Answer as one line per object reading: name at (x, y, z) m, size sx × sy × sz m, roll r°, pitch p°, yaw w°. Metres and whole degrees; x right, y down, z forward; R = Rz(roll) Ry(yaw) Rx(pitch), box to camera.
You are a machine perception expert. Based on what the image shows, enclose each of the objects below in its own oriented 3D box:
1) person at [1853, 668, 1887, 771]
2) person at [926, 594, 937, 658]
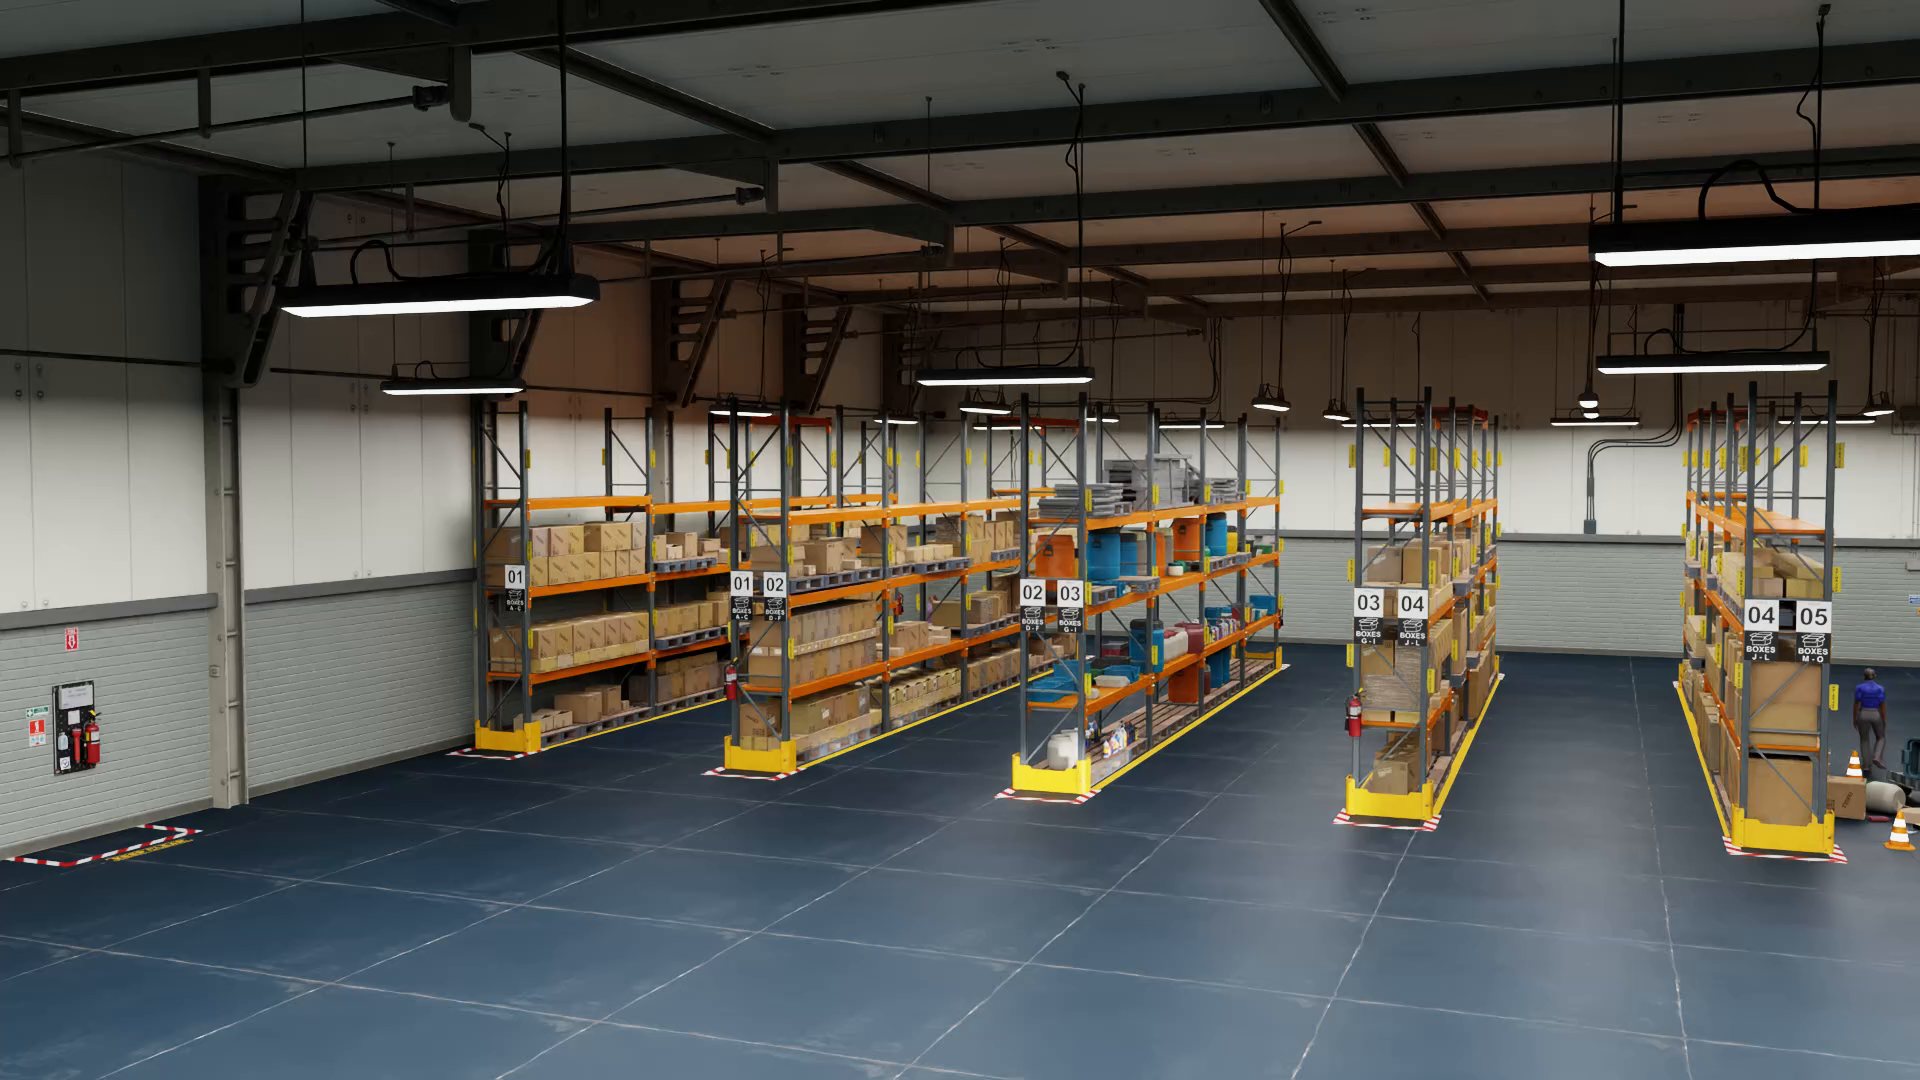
person at (14.580, 2.880, 26.636) m, size 0.496 × 1.656 × 0.470 m, roll 1°, pitch 3°, yaw 27°
person at (-0.708, 2.163, 41.835) m, size 0.451 × 1.614 × 0.460 m, roll 1°, pitch 3°, yaw 18°
